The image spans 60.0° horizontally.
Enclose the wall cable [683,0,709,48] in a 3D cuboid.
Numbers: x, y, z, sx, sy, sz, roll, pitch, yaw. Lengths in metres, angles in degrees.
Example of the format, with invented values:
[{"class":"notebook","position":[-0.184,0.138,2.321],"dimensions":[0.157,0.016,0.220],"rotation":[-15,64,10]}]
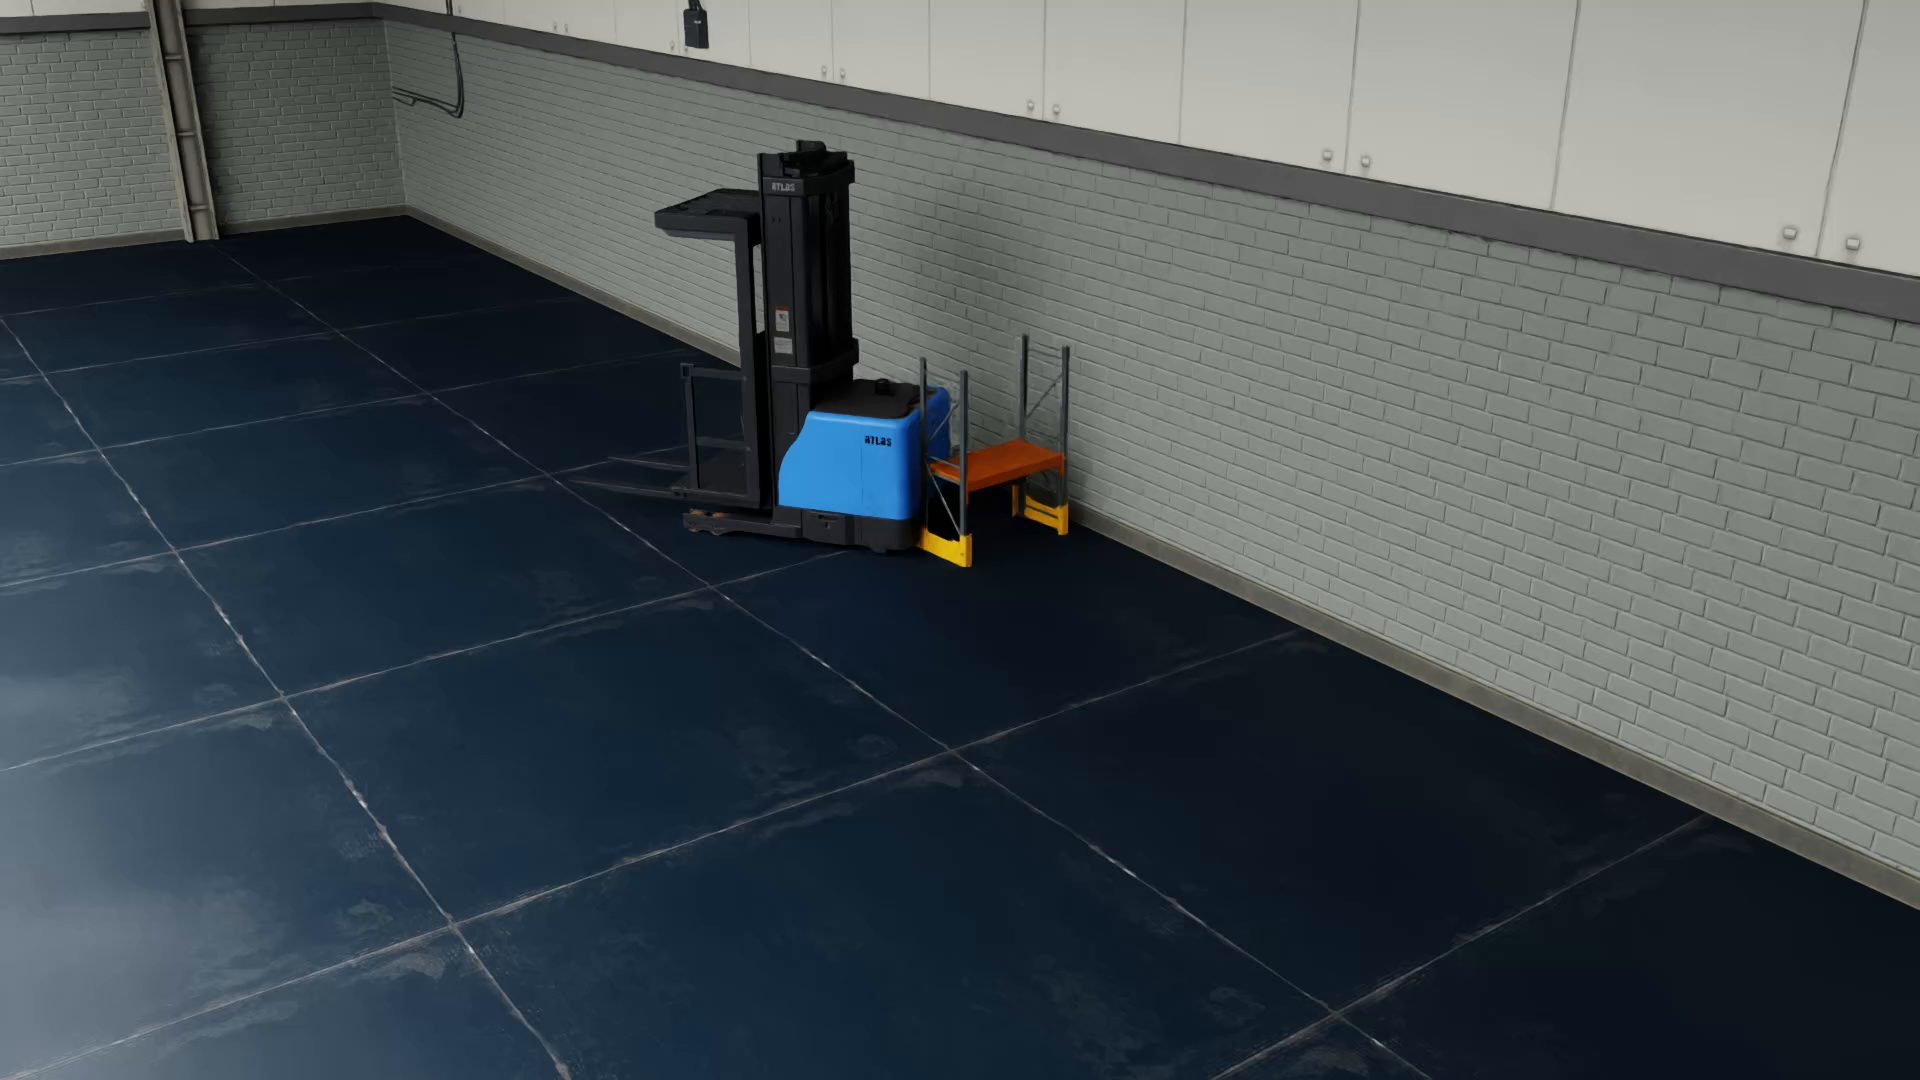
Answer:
[{"class":"wall cable","position":[-2.057,-7.409,14.733],"dimensions":[0.169,6.003,2.305],"rotation":[-15,26,-33]}]

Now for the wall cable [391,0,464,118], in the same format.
[{"class":"wall cable","position":[-7.588,-7.247,23.105],"dimensions":[0.112,2.526,3.097],"rotation":[-15,26,-33]}]

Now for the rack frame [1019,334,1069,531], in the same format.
[{"class":"rack frame","position":[0.647,-0.825,12.938],"dimensions":[0.032,1.500,0.500],"rotation":[-18,28,-37]}]

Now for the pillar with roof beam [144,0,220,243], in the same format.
[{"class":"pillar with roof beam","position":[-8.238,-7.154,18.682],"dimensions":[0.400,9.000,9.100],"rotation":[-15,26,-33]}]

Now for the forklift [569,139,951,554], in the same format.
[{"class":"forklift","position":[-1.644,-1.575,12.888],"dimensions":[3.031,2.935,1.130],"rotation":[7,23,18]}]

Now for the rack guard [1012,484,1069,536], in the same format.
[{"class":"rack guard","position":[0.632,-0.240,13.159],"dimensions":[0.087,0.250,0.587],"rotation":[-18,28,-37]}]

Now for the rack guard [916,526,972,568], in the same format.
[{"class":"rack guard","position":[-0.123,0.001,12.555],"dimensions":[0.087,0.250,0.587],"rotation":[-18,28,-37]}]

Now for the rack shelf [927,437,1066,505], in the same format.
[{"class":"rack shelf","position":[0.262,-0.535,12.697],"dimensions":[1.000,0.185,0.538],"rotation":[-18,28,-37]}]

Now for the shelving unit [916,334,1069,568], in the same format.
[{"class":"shelving unit","position":[0.256,-0.700,12.625],"dimensions":[1.083,1.500,0.587],"rotation":[-18,28,-37]}]

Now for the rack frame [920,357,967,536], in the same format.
[{"class":"rack frame","position":[-0.123,-0.579,12.322],"dimensions":[0.032,1.500,0.500],"rotation":[-18,28,-37]}]
